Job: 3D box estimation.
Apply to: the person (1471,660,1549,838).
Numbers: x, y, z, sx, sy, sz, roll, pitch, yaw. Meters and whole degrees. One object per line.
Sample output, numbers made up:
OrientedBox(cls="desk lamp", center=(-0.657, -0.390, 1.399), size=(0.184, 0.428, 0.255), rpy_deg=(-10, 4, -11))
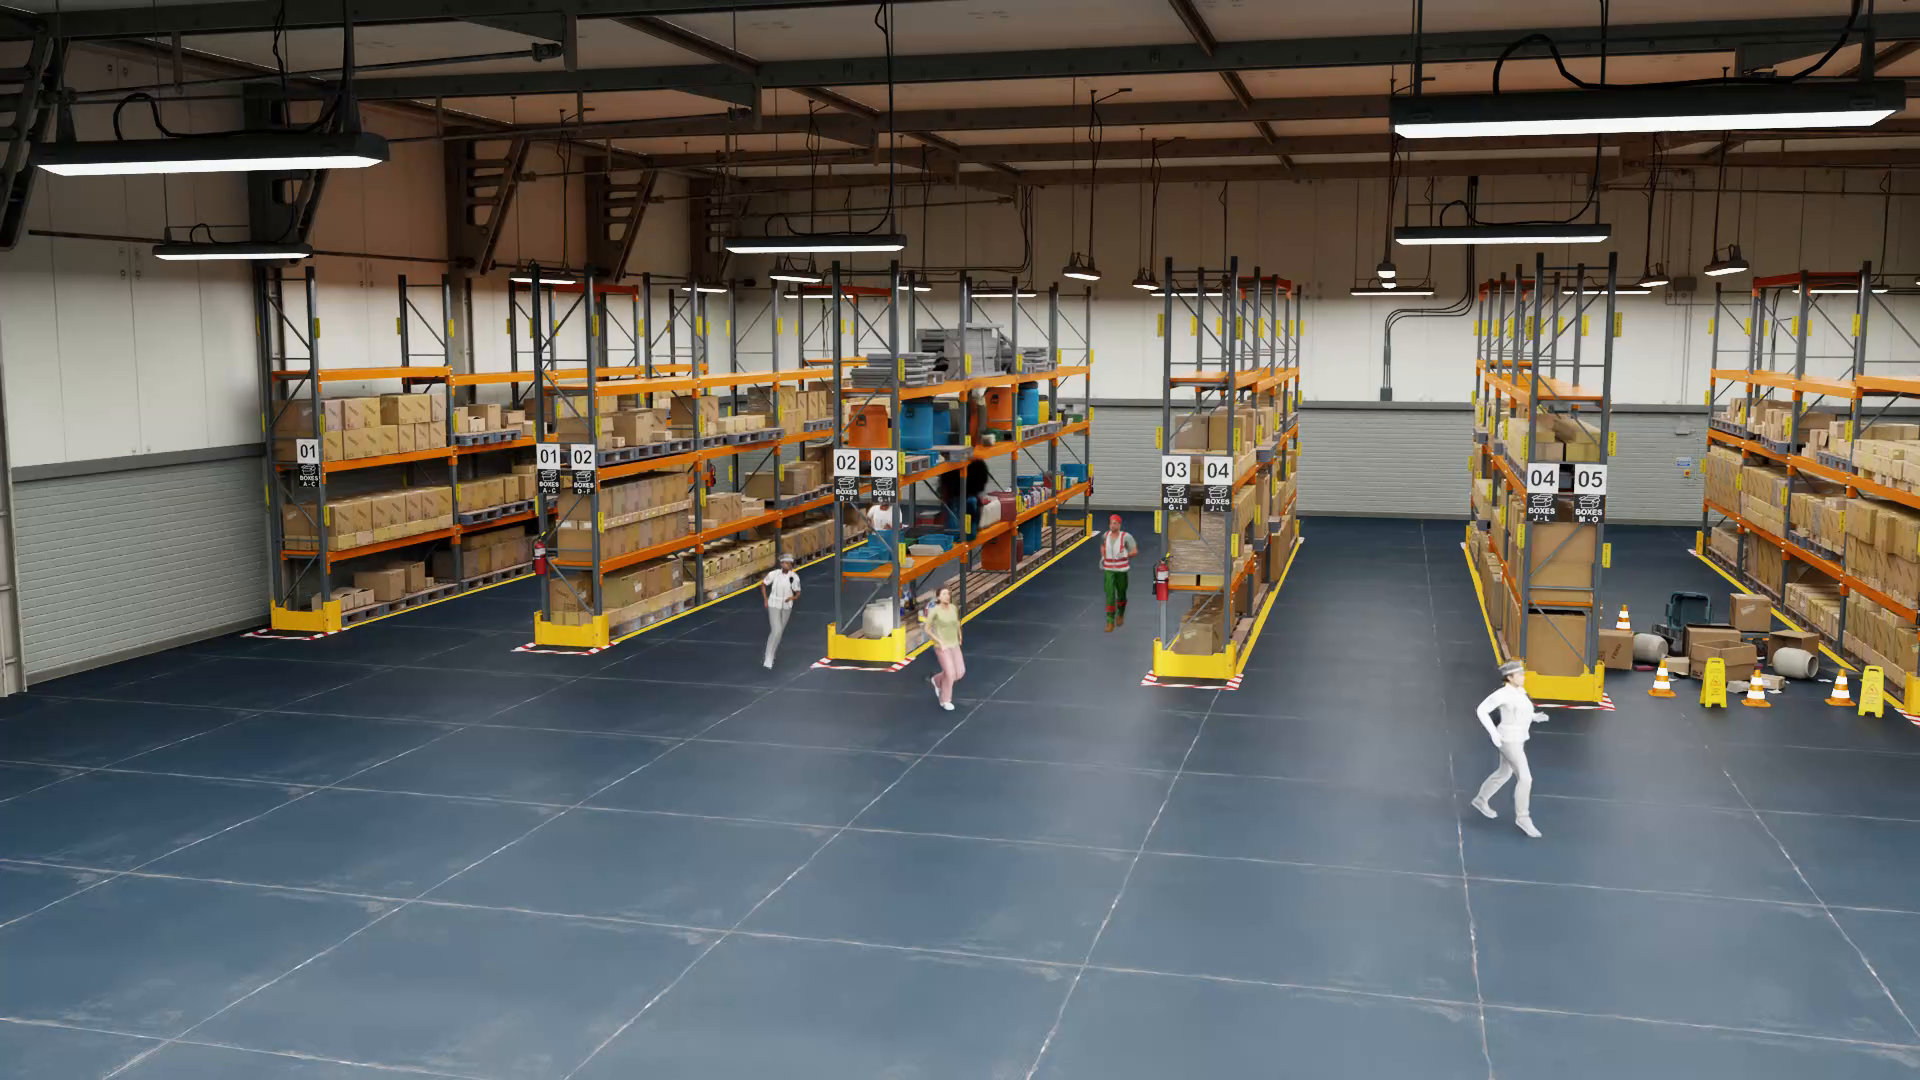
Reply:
OrientedBox(cls="person", center=(5.517, 2.054, 16.662), size=(0.752, 1.747, 0.589), rpy_deg=(6, 9, 40))

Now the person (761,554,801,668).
OrientedBox(cls="person", center=(-2.679, 1.050, 24.846), size=(0.599, 1.717, 0.645), rpy_deg=(-3, 8, -23))

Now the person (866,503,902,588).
OrientedBox(cls="person", center=(-1.408, -0.003, 30.449), size=(0.689, 1.802, 0.637), rpy_deg=(1, 7, 5))

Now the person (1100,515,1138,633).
OrientedBox(cls="person", center=(2.478, 0.501, 26.154), size=(0.633, 1.815, 0.872), rpy_deg=(2, 8, 17))

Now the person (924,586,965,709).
OrientedBox(cls="person", center=(-0.207, 1.414, 22.046), size=(0.580, 1.636, 0.547), rpy_deg=(-6, 9, -37))
